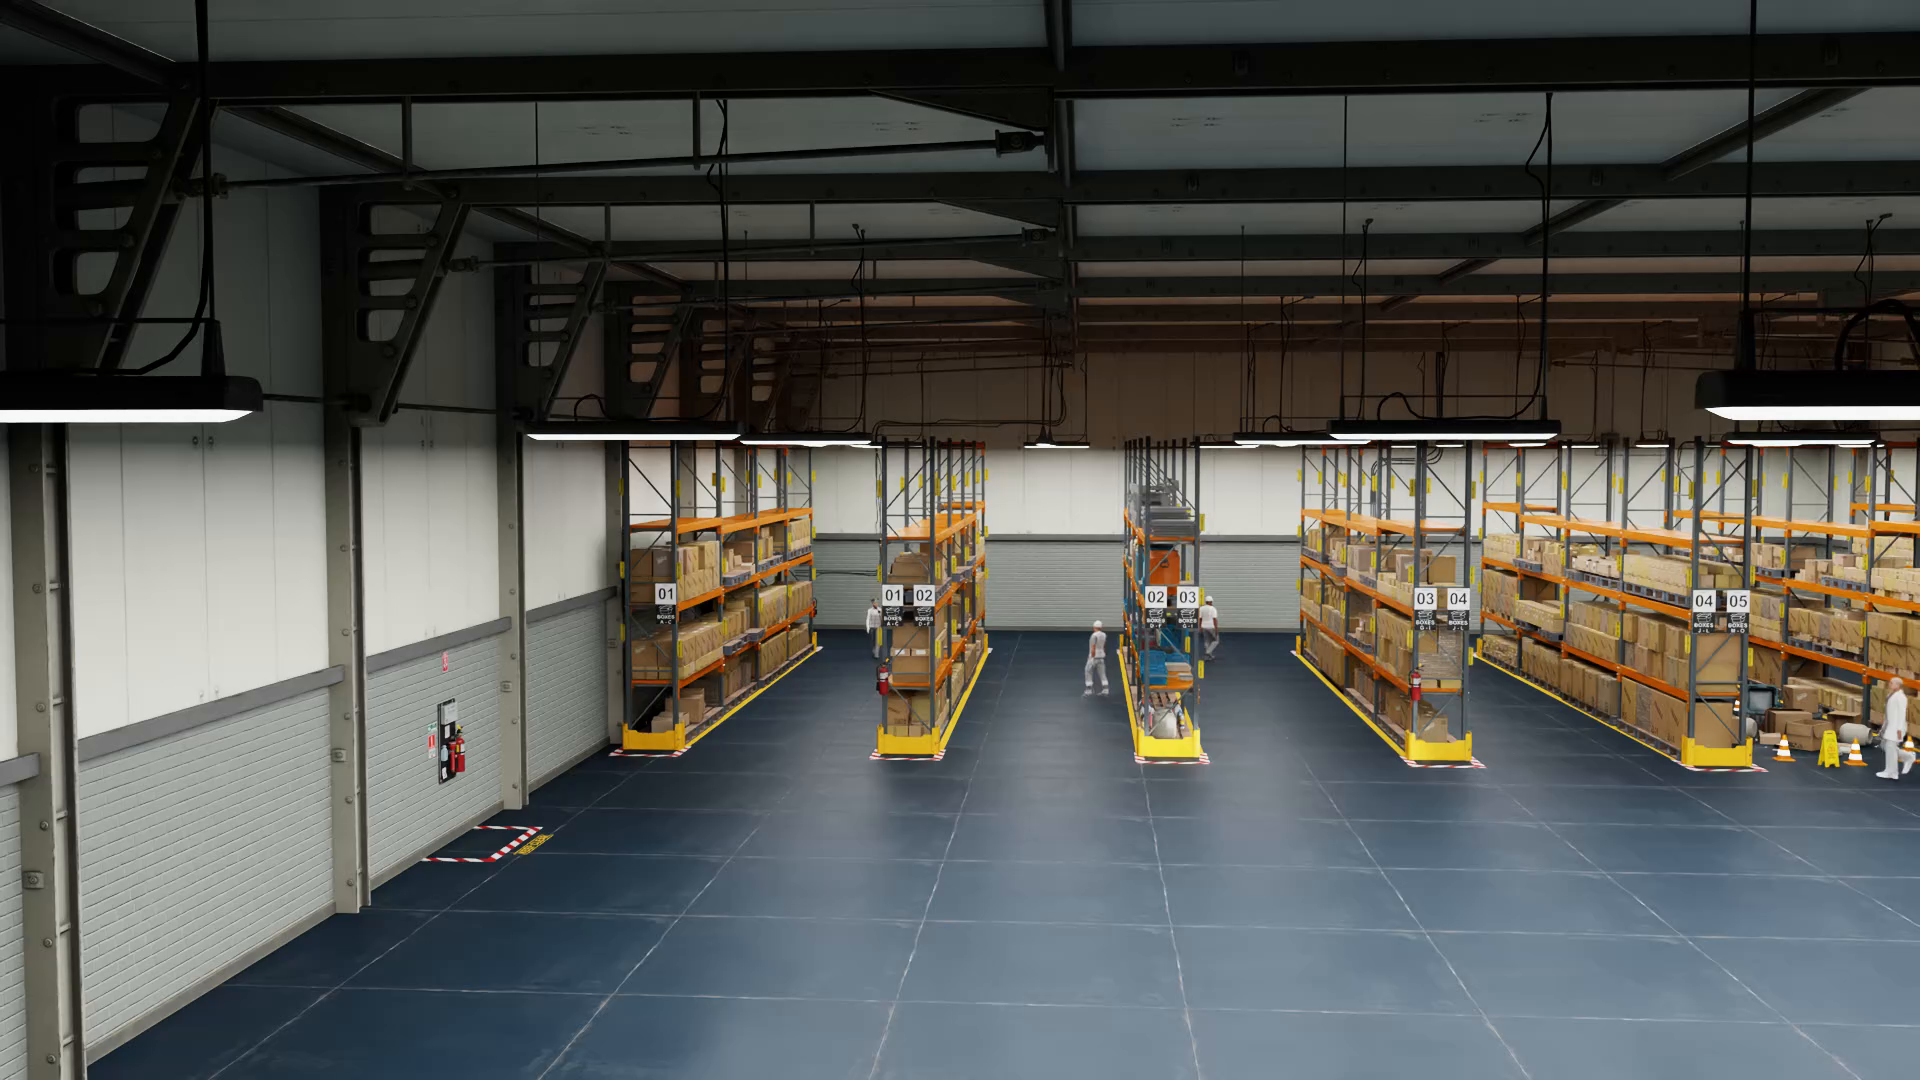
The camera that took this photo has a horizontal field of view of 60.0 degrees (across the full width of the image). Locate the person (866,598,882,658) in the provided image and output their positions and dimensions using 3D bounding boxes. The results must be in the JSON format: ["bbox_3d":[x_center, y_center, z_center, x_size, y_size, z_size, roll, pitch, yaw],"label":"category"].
[{"bbox_3d":[-2.358,2.414,46.247,0.479,1.625,1.049,0,3,4],"label":"person"}]

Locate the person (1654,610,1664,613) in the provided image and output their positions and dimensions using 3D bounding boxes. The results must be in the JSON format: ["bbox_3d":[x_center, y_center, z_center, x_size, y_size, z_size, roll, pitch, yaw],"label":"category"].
[{"bbox_3d":[17.561,2.638,41.700,0.550,1.815,0.547,-1,3,-16],"label":"person"}]

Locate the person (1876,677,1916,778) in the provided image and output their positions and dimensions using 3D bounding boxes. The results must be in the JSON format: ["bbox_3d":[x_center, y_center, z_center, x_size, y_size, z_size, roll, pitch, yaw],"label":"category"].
[{"bbox_3d":[16.365,3.268,29.005,0.738,1.765,0.583,0,3,3],"label":"person"}]

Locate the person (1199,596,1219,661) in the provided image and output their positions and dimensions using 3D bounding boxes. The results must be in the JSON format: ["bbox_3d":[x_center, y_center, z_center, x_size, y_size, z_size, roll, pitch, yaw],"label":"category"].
[{"bbox_3d":[6.775,2.415,45.405,0.598,1.761,0.490,2,4,38],"label":"person"}]

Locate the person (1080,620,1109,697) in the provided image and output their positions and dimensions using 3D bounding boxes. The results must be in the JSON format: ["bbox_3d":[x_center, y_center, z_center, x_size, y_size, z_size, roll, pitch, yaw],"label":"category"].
[{"bbox_3d":[3.201,2.783,38.733,0.607,1.822,0.624,-3,4,-40],"label":"person"}]
